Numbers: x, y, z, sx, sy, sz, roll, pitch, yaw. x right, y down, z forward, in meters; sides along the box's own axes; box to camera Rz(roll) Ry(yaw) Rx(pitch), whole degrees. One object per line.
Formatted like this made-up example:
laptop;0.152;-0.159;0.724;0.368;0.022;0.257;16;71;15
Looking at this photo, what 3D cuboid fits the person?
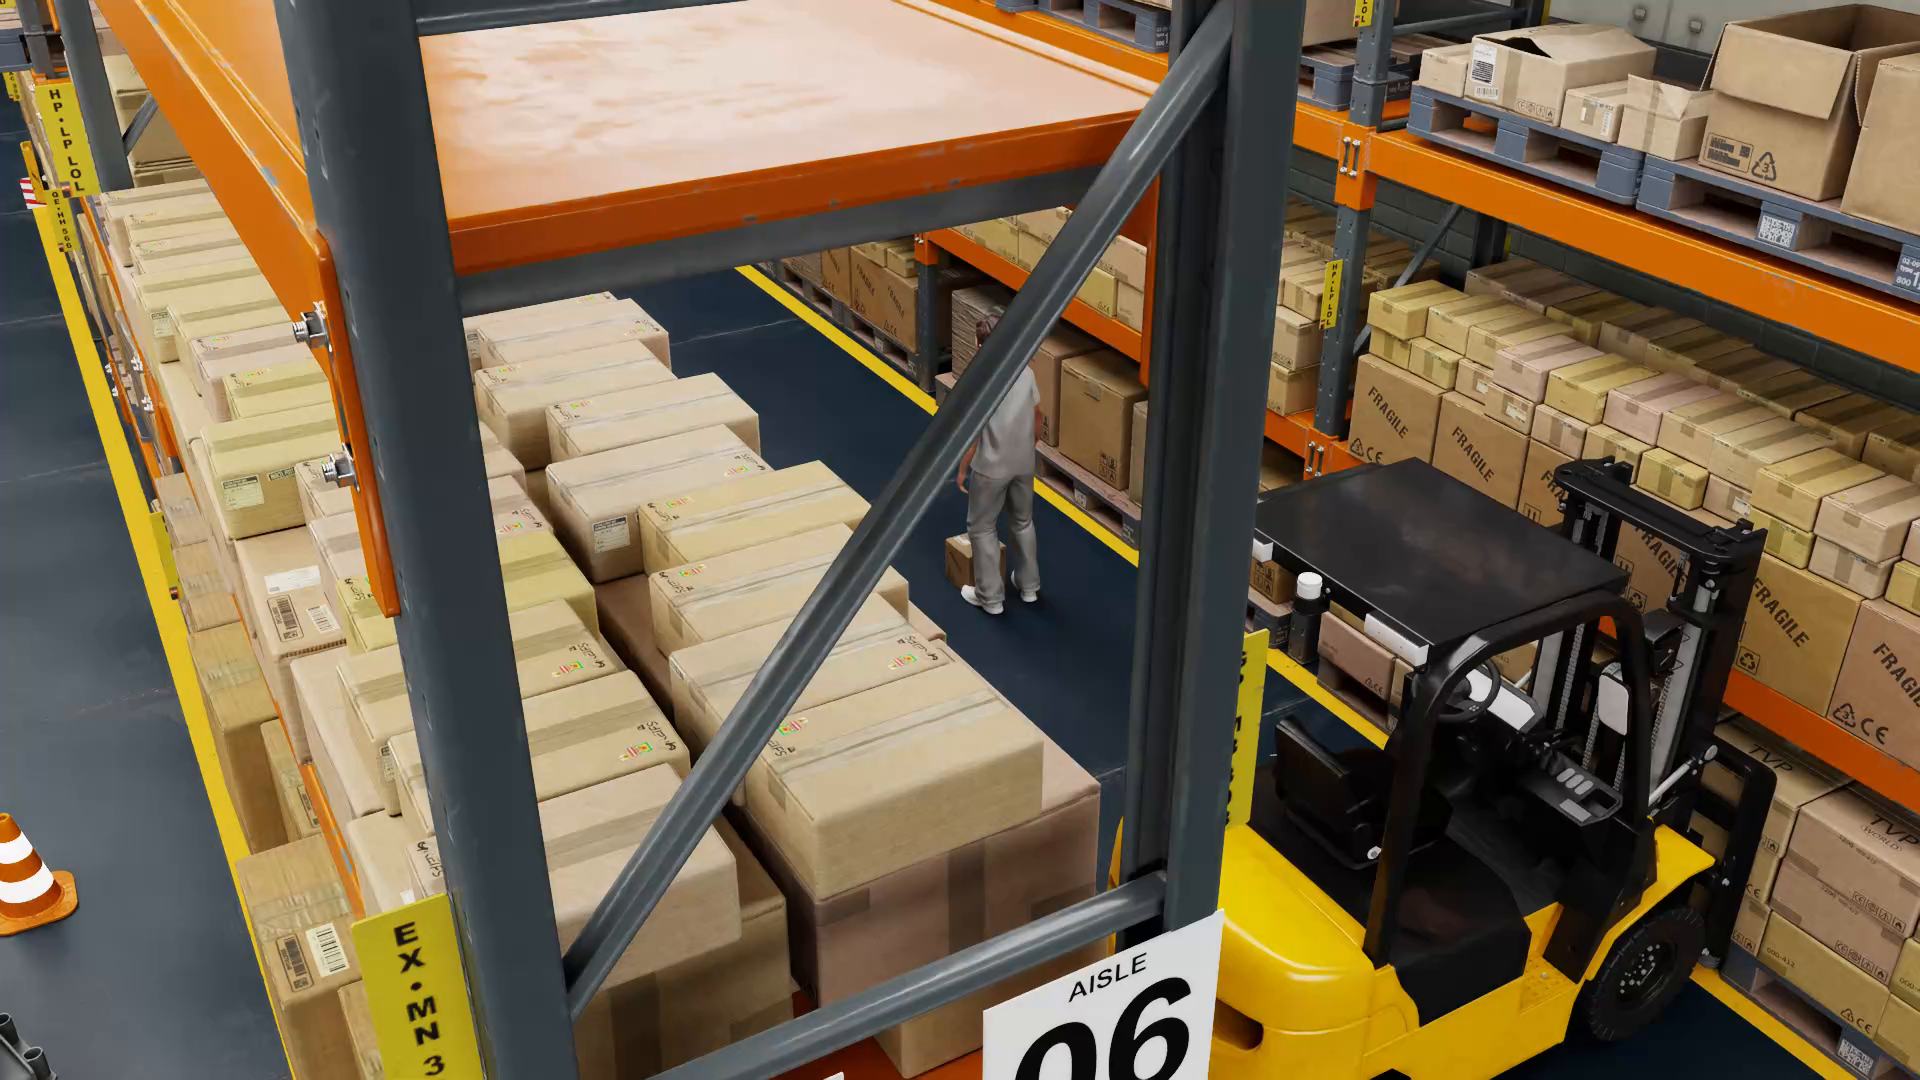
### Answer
person;0.218;-0.395;8.837;0.511;1.673;0.350;-17;34;-28
